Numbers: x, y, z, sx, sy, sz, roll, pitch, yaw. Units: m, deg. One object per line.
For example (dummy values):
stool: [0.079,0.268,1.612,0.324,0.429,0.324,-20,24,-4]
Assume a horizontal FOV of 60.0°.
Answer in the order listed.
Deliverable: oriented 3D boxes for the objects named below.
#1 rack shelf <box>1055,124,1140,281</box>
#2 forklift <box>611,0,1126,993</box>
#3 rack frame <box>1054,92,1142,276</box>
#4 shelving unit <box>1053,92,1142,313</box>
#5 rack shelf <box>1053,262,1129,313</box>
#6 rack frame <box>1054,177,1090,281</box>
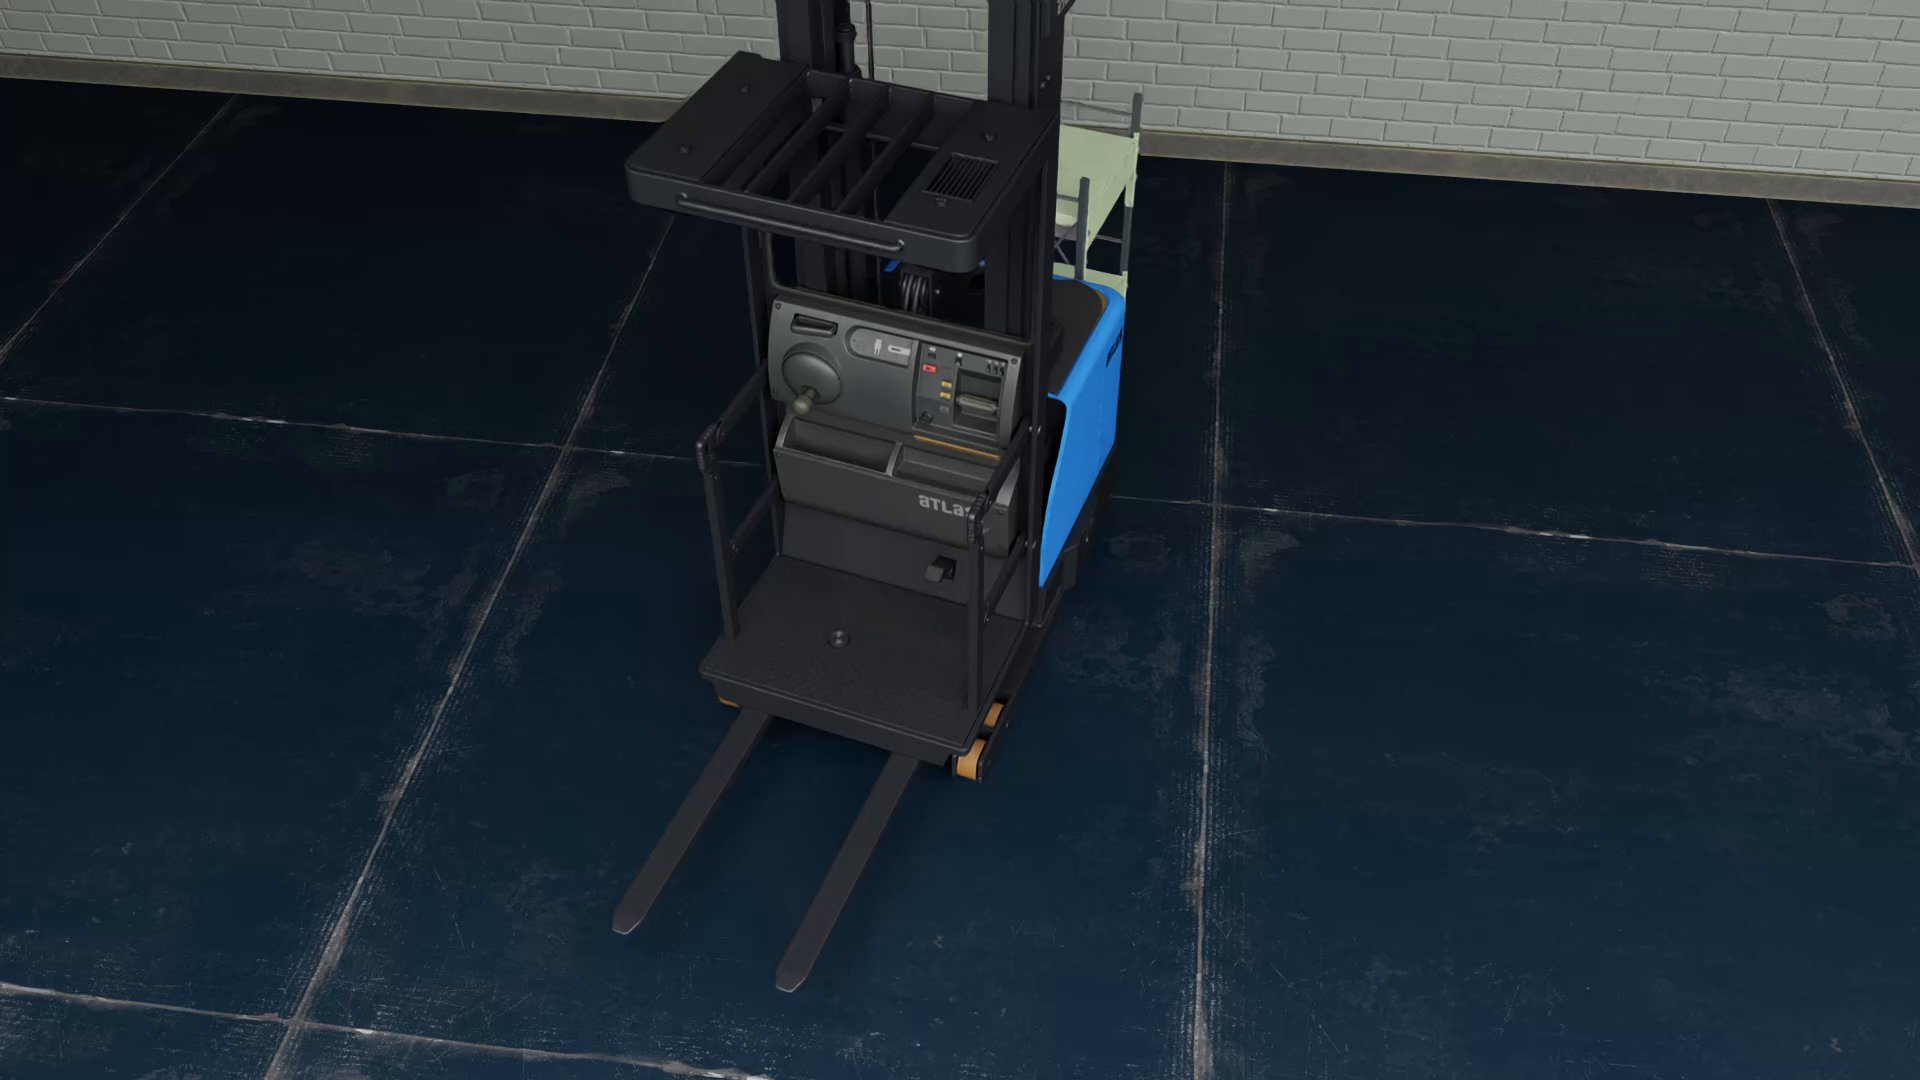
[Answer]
rack shelf: [0.457,-1.455,7.150,0.431,0.370,0.720,15,45,15]
forklift: [-0.312,-0.486,5.654,1.130,2.935,3.031,15,45,15]
rack frame: [0.589,-1.406,7.666,0.400,1.500,0.023,15,45,15]
shelving unit: [0.457,-1.171,7.418,0.431,1.500,0.755,15,45,15]
rack shelf: [0.457,-0.934,7.642,0.431,0.370,0.720,15,45,15]
rack frame: [0.325,-0.936,7.170,0.400,1.500,0.023,15,45,15]
